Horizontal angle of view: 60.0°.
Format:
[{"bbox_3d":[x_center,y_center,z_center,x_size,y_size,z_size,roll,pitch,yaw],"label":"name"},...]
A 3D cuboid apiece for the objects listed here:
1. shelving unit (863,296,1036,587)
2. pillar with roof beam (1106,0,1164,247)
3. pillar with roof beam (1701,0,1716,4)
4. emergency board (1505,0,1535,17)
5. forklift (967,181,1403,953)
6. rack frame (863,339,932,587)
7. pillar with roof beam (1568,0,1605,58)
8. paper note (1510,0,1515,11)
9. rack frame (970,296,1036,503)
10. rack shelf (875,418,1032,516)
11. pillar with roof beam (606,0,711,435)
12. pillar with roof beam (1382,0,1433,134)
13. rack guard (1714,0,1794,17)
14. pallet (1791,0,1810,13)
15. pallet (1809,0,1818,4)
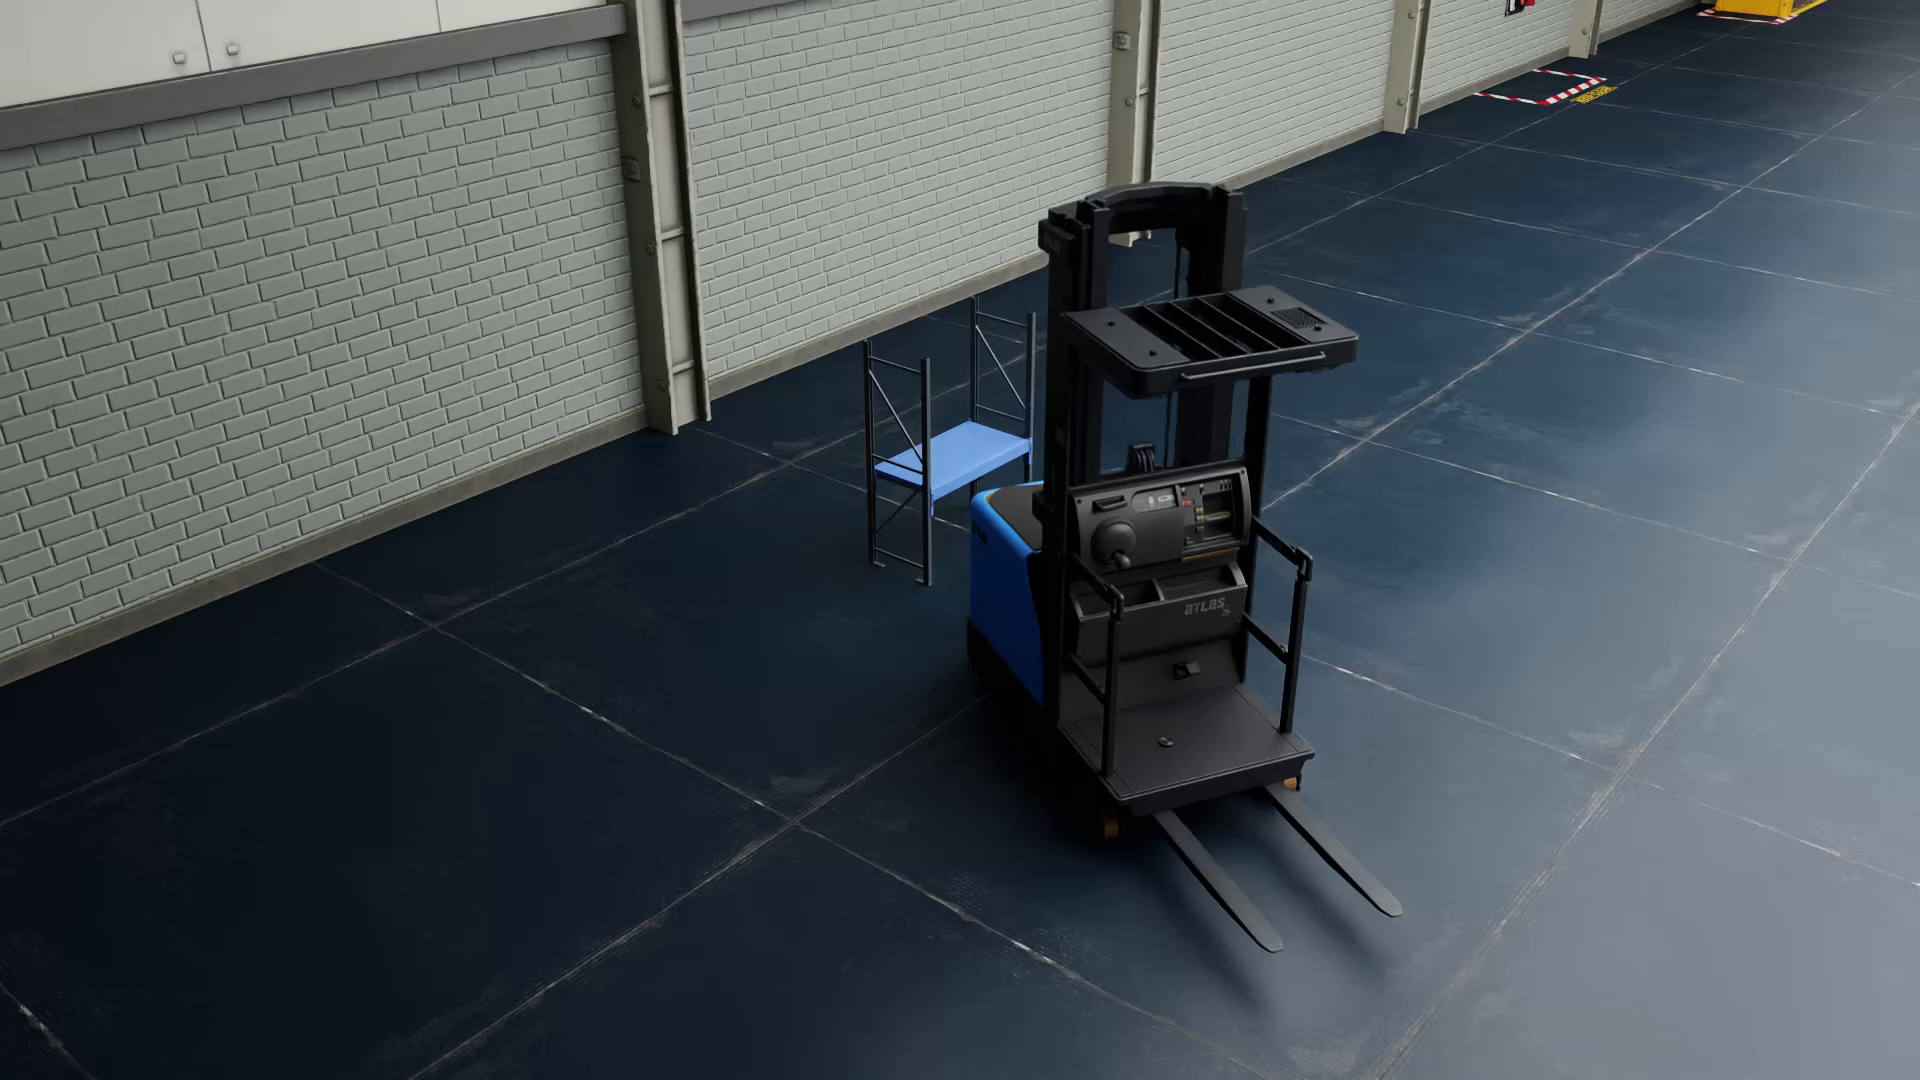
[{"bbox_3d":[-0.054,-0.636,10.479,0.538,1.500,1.048,21,34,34],"label":"shelving unit"},{"bbox_3d":[5.005,-5.761,12.225,9.100,9.000,0.400,21,34,34],"label":"pillar with roof beam"},{"bbox_3d":[16.455,-12.143,24.561,9.100,9.000,0.400,21,34,34],"label":"pillar with roof beam"},{"bbox_3d":[7.715,-7.744,22.588,0.194,1.169,0.643,21,34,34],"label":"emergency board"},{"bbox_3d":[1.060,-0.063,7.814,1.130,2.935,3.031,-10,29,-19],"label":"forklift"},{"bbox_3d":[-0.378,-0.456,10.130,0.500,1.500,0.032,21,34,34],"label":"rack frame"},{"bbox_3d":[12.638,-10.016,20.449,9.100,9.000,0.400,21,34,34],"label":"pillar with roof beam"},{"bbox_3d":[7.549,-7.311,22.708,0.016,0.148,0.142,21,34,34],"label":"paper note"},{"bbox_3d":[0.269,-0.816,10.827,0.500,1.500,0.032,21,34,34],"label":"rack frame"},{"bbox_3d":[-0.054,-0.476,10.561,0.538,0.185,1.000,21,34,34],"label":"rack shelf"},{"bbox_3d":[1.189,-3.634,8.113,9.100,9.000,0.400,21,34,34],"label":"pillar with roof beam"},{"bbox_3d":[8.822,-7.889,16.337,9.100,9.000,0.400,21,34,34],"label":"pillar with roof beam"},{"bbox_3d":[13.403,-9.152,28.030,1.175,0.500,0.348,21,34,34],"label":"rack guard"},{"bbox_3d":[13.947,-9.302,28.633,1.003,0.211,1.213,21,34,34],"label":"pallet"},{"bbox_3d":[14.724,-9.733,29.465,1.003,0.211,1.213,21,34,34],"label":"pallet"}]
